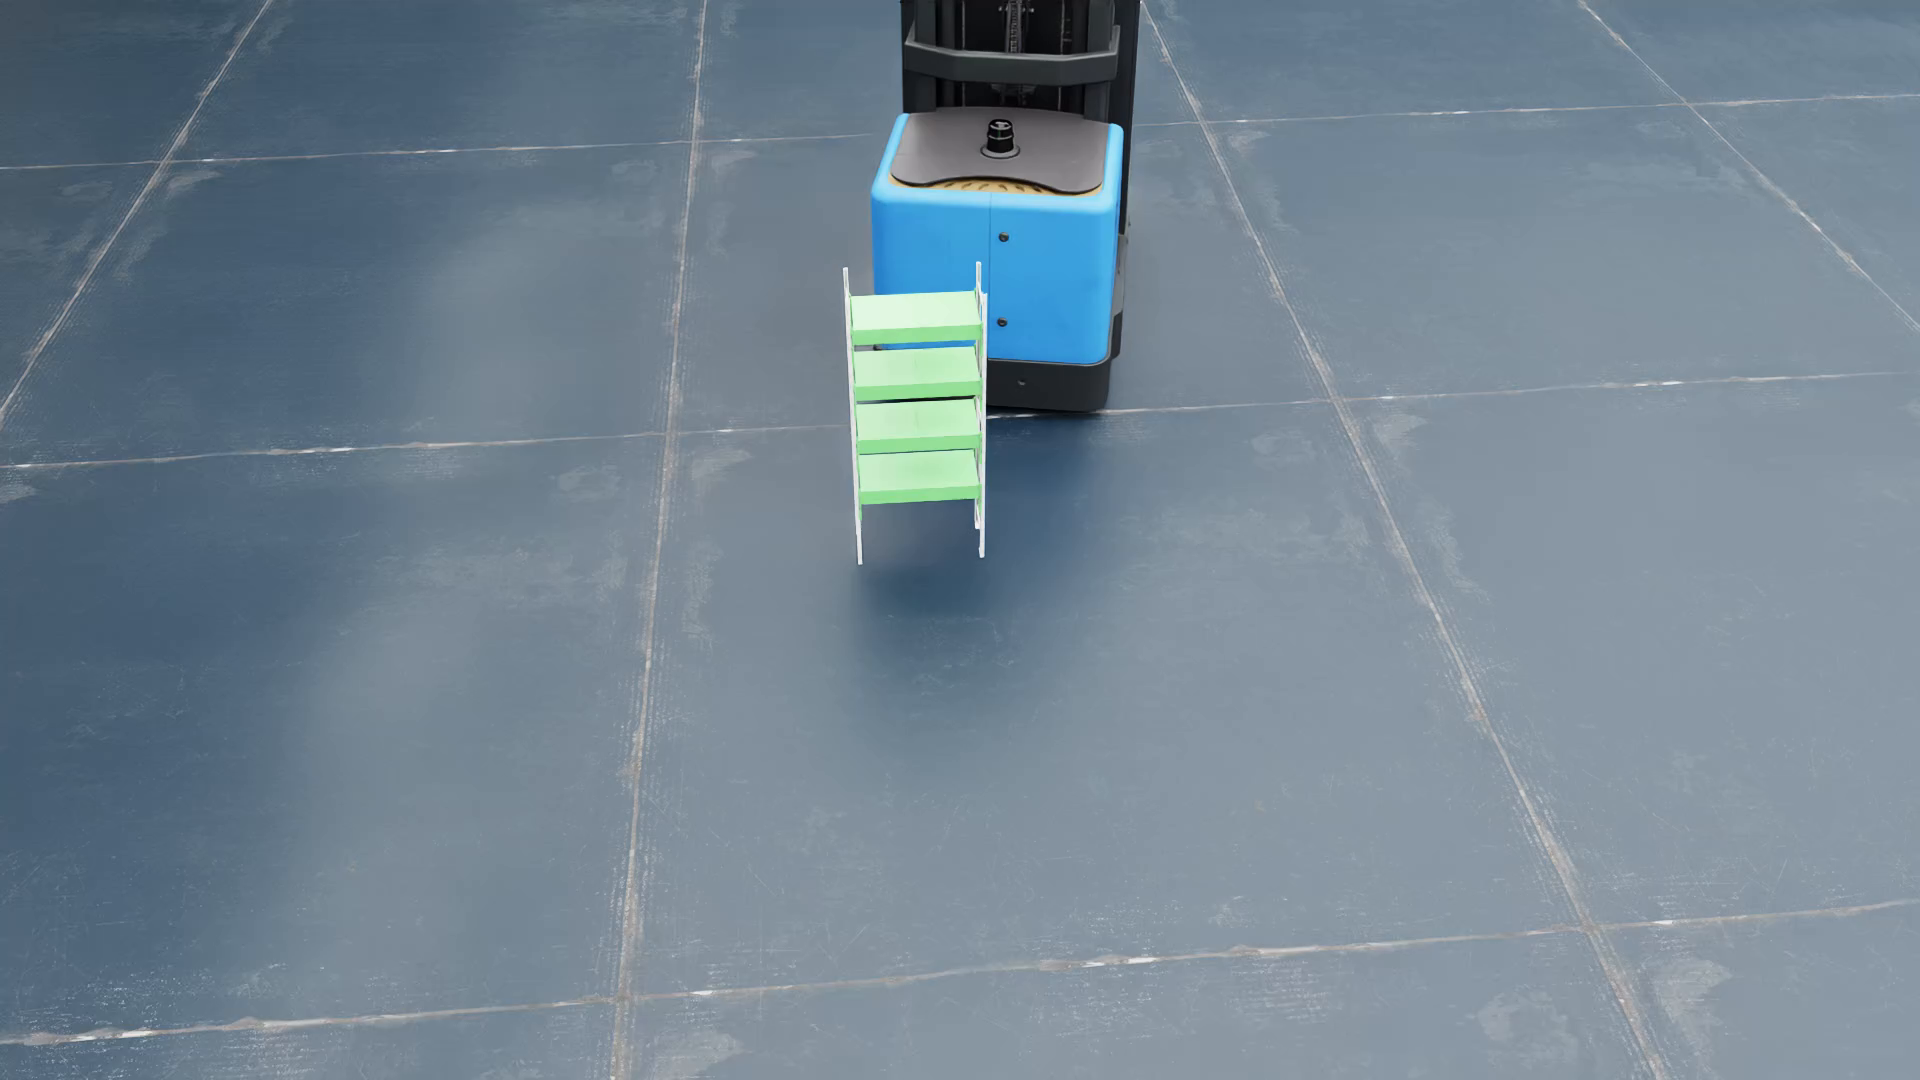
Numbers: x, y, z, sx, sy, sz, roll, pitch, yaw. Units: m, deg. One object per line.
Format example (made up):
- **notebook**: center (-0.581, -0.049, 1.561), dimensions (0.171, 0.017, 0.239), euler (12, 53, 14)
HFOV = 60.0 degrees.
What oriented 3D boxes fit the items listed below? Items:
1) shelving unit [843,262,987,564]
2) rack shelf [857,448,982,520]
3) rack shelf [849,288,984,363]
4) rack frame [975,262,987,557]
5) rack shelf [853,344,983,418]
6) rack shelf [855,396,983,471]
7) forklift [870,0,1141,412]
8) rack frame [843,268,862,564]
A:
- **shelving unit**: center (-0.165, -0.462, 6.367), dimensions (0.503, 1.200, 0.258), euler (-3, 38, -4)
- **rack shelf**: center (-0.165, -0.223, 6.555), dimensions (0.480, 0.148, 0.258), euler (-3, 38, -4)
- **rack shelf**: center (-0.165, -0.789, 6.109), dimensions (0.480, 0.148, 0.258), euler (-3, 38, -4)
- **rack frame**: center (0.078, -0.475, 6.384), dimensions (0.015, 1.200, 0.240), euler (-3, 38, -4)
- **rack shelf**: center (-0.165, -0.600, 6.258), dimensions (0.480, 0.148, 0.258), euler (-3, 38, -4)
- **rack shelf**: center (-0.165, -0.412, 6.406), dimensions (0.480, 0.148, 0.258), euler (-3, 38, -4)
- **forklift**: center (0.304, -2.624, 7.709), dimensions (1.130, 2.935, 3.031), euler (4, 38, 5)
- **rack frame**: center (-0.408, -0.449, 6.350), dimensions (0.015, 1.200, 0.240), euler (-3, 38, -4)
